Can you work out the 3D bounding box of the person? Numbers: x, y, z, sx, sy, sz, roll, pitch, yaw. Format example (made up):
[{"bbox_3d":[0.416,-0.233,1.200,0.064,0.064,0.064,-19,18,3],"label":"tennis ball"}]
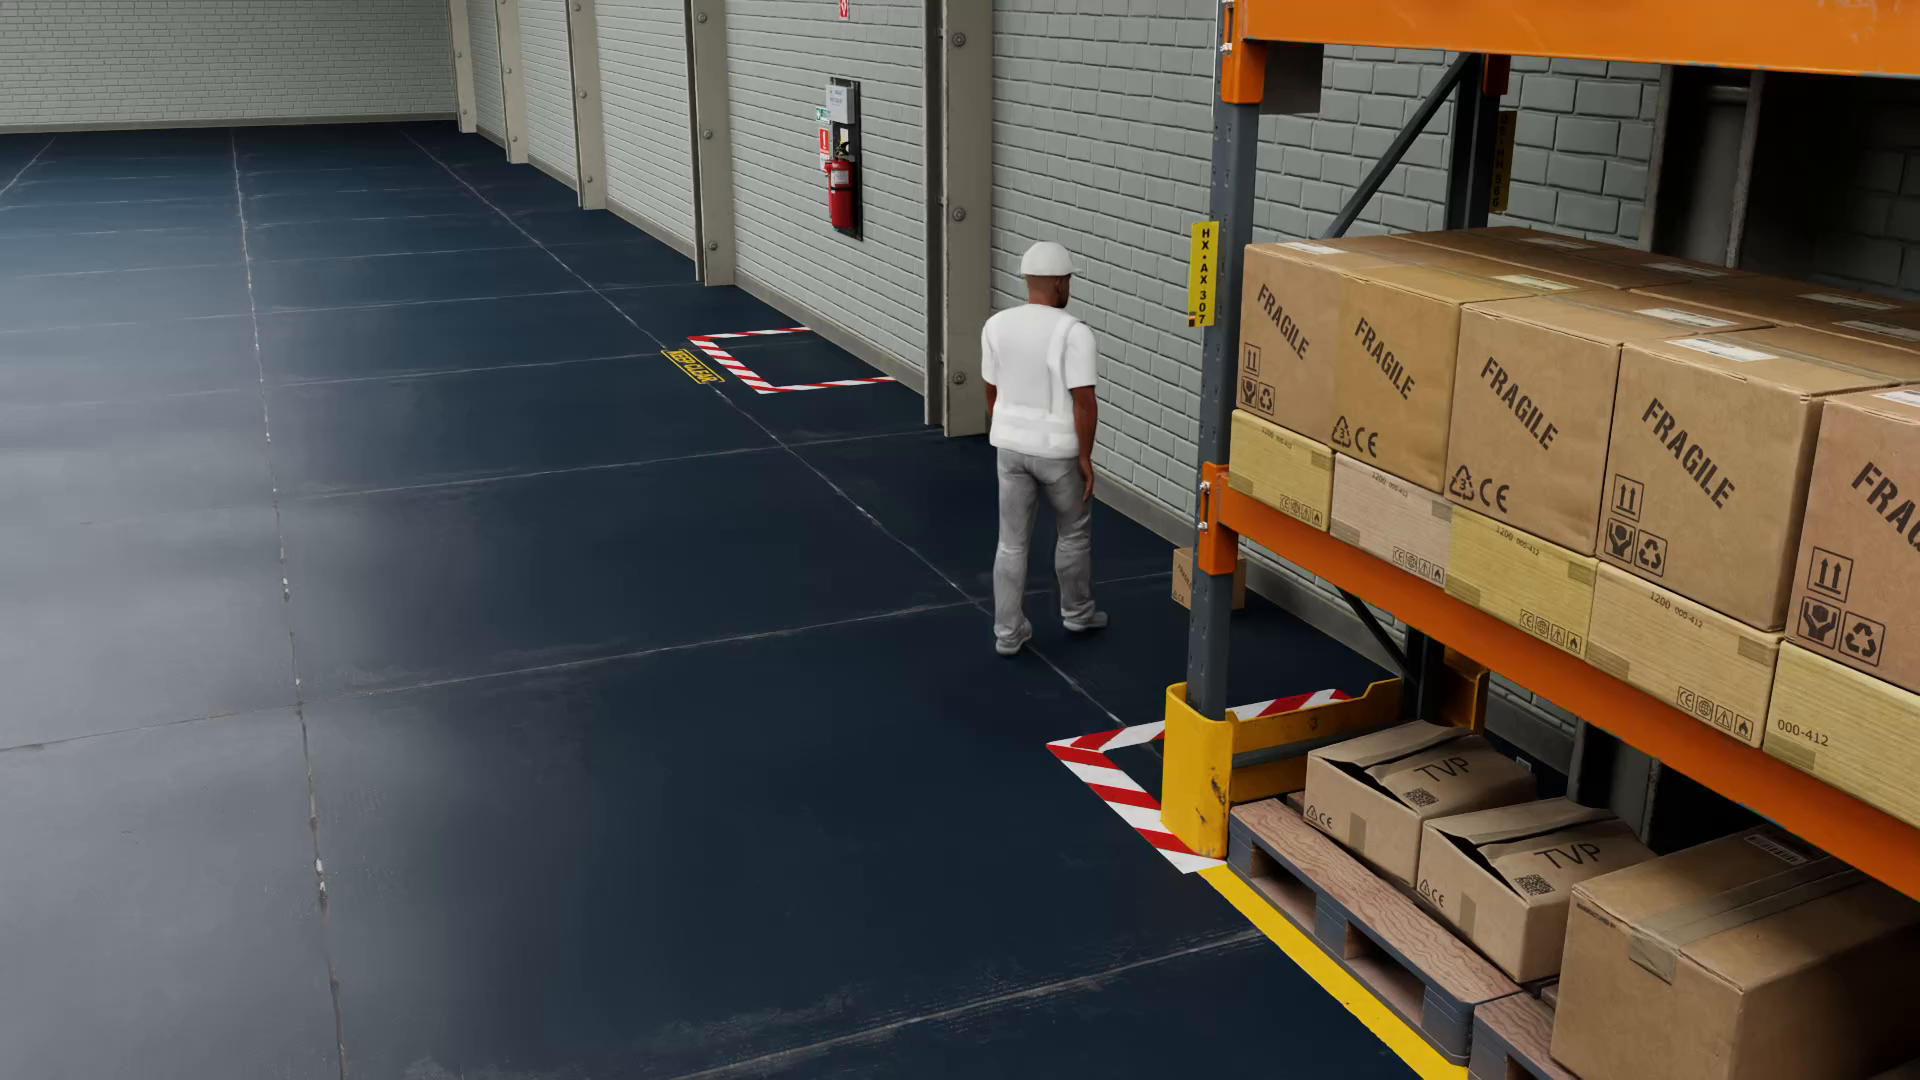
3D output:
[{"bbox_3d":[0.384,-0.399,7.193,0.592,1.778,0.701,9,21,26],"label":"person"}]
